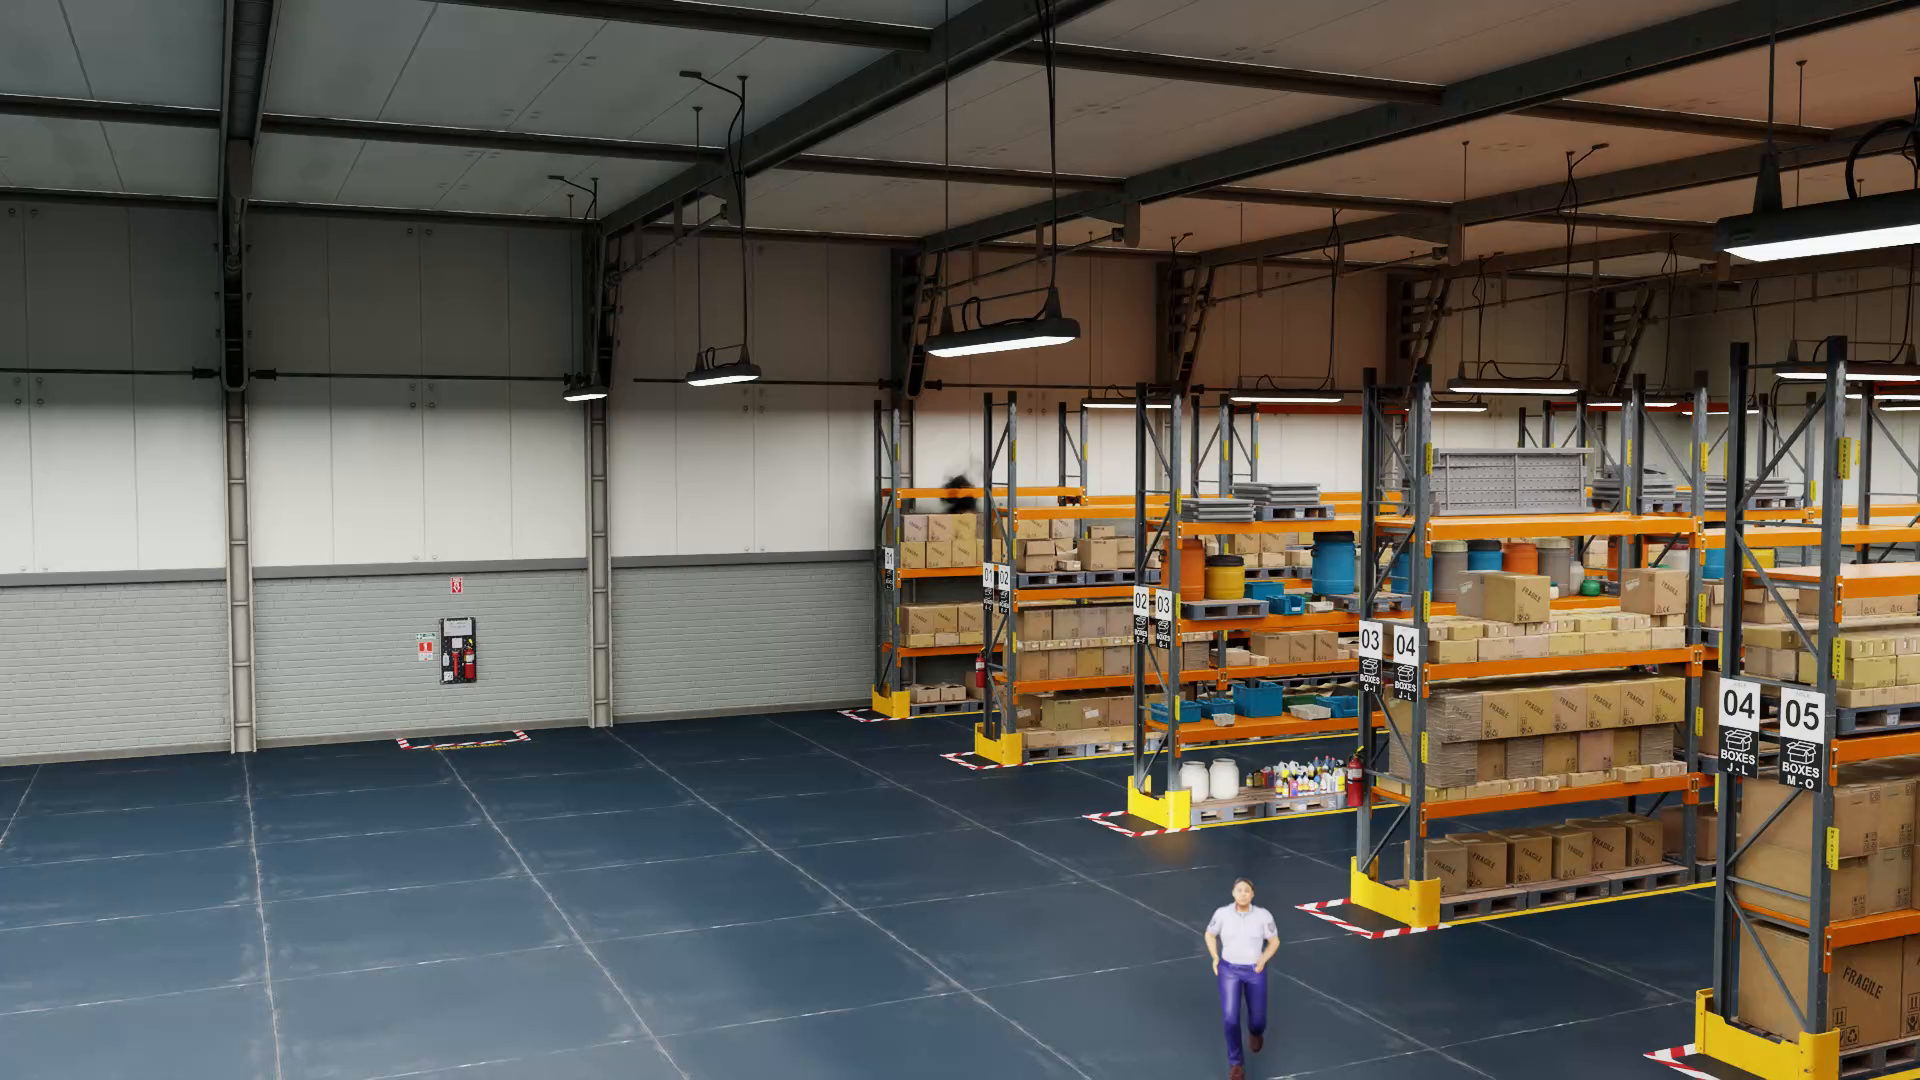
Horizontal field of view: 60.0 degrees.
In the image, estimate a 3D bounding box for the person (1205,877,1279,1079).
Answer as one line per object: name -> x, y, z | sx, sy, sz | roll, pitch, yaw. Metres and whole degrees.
person -> 2.310, 3.575, 13.694 | 0.597, 1.579, 0.664 | 1, 3, 11
